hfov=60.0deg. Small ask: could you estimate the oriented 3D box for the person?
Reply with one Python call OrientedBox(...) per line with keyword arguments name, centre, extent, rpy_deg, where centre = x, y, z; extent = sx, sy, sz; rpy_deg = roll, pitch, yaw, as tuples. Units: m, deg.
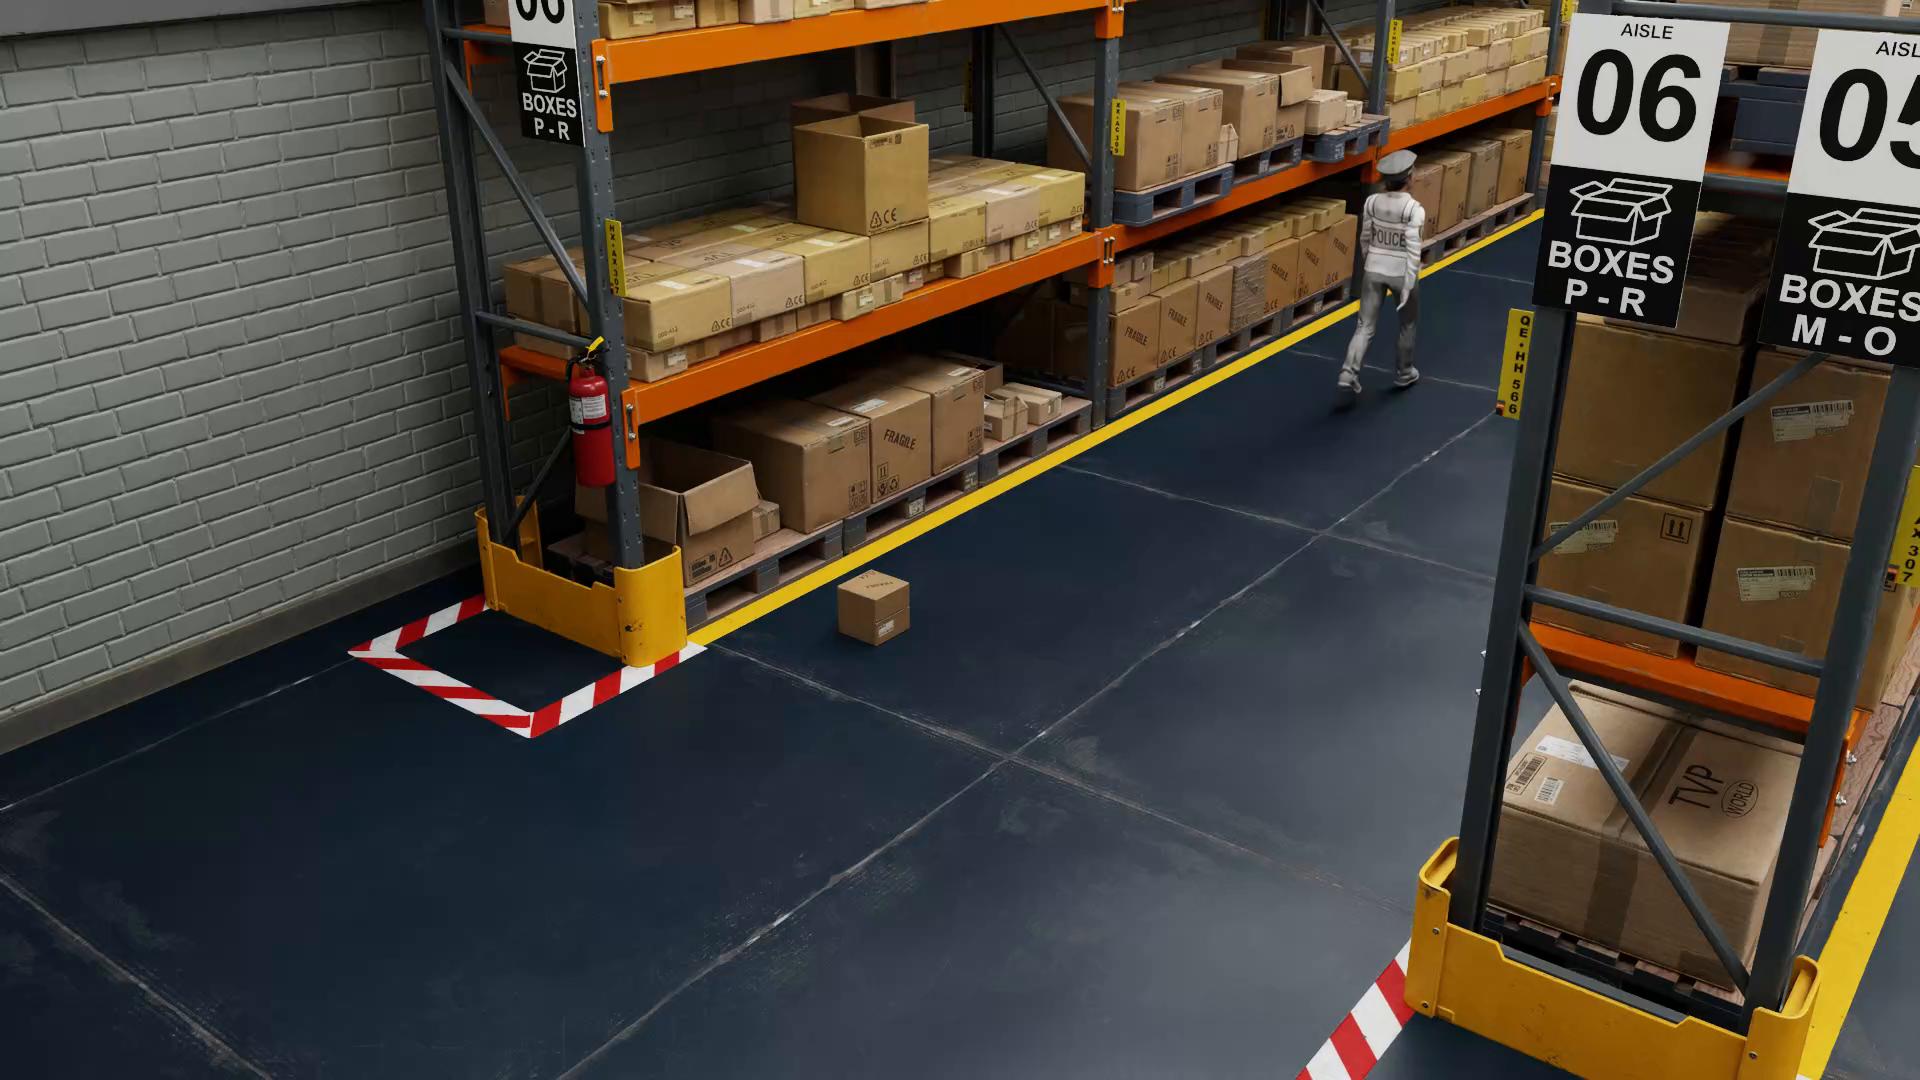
OrientedBox(name="person", centre=(2.860, -1.774, 11.096), extent=(0.471, 1.647, 0.946), rpy_deg=(15, 28, 30))
